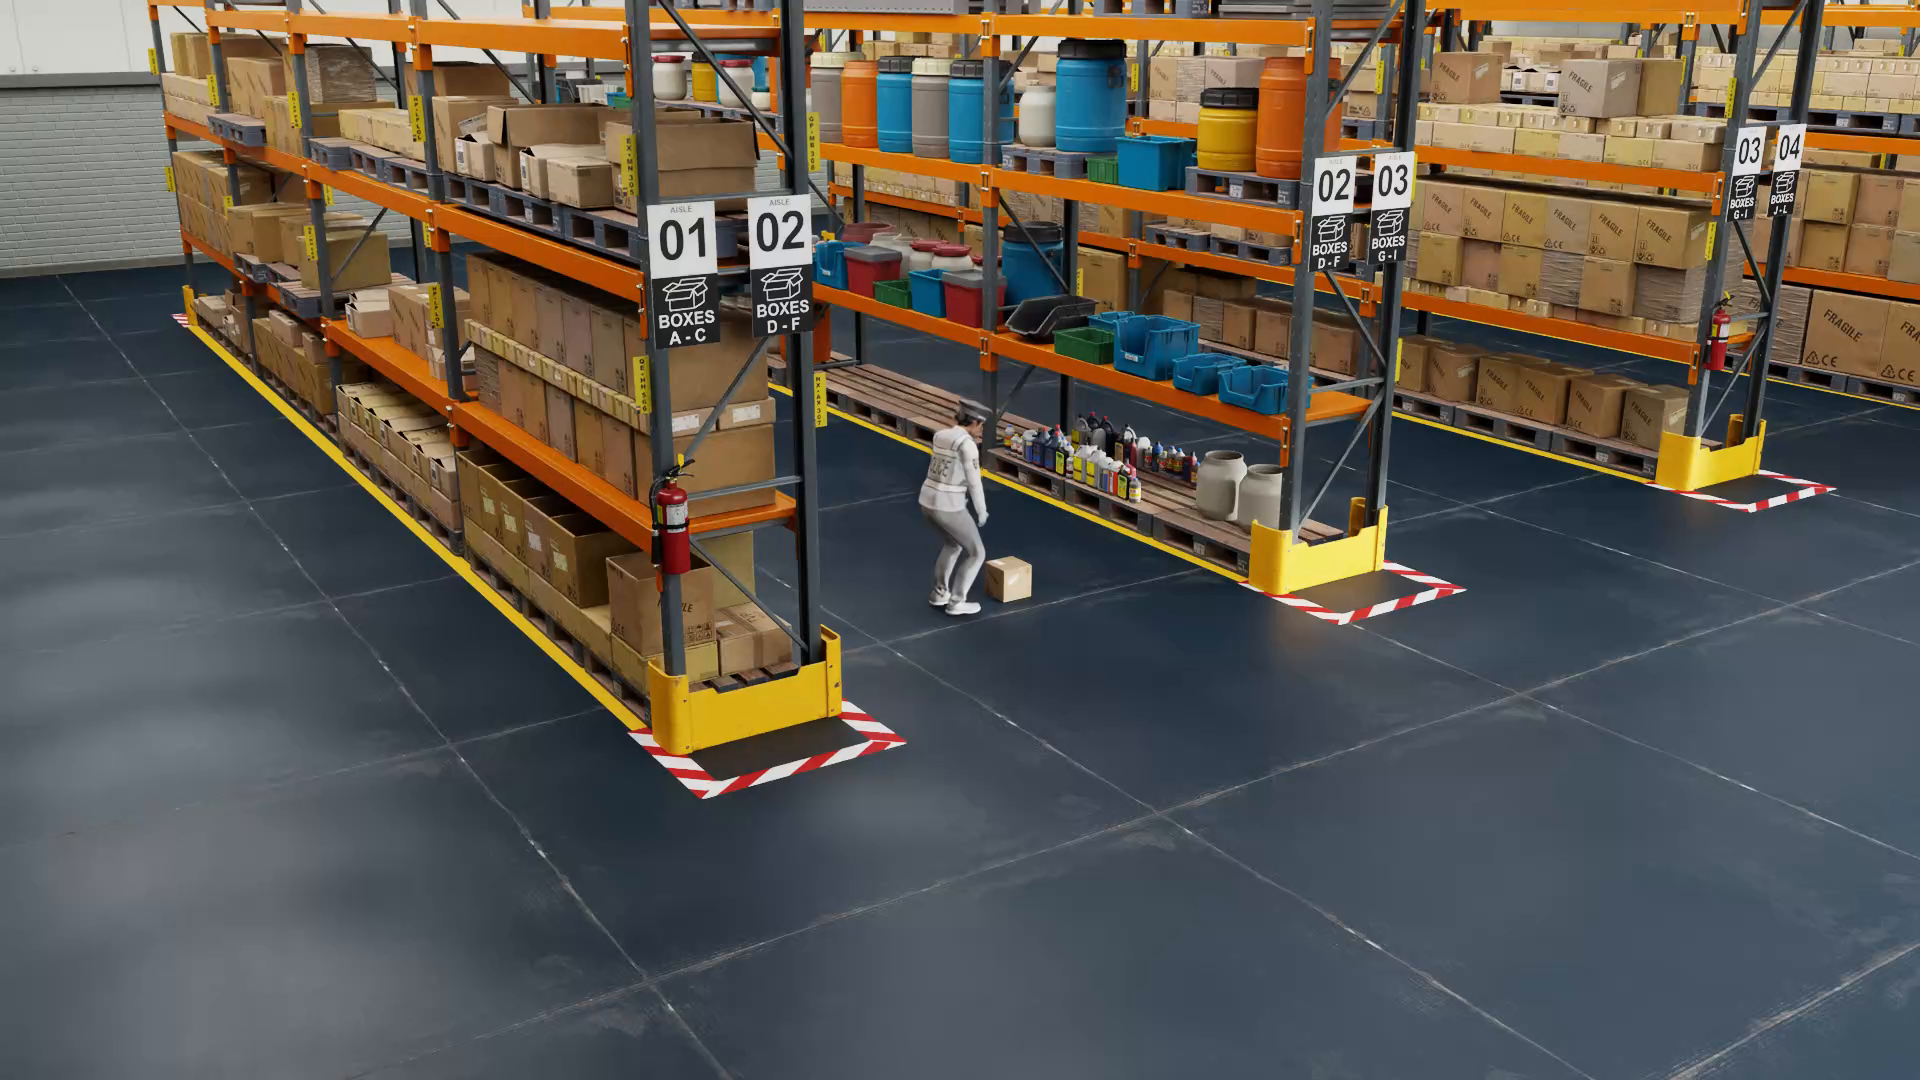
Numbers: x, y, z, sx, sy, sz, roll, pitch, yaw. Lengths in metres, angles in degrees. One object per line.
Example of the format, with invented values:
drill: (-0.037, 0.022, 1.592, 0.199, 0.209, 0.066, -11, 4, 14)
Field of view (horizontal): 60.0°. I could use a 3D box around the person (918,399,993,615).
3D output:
person: (-0.027, -0.245, 12.019, 0.570, 1.542, 0.523, -11, 21, -31)
